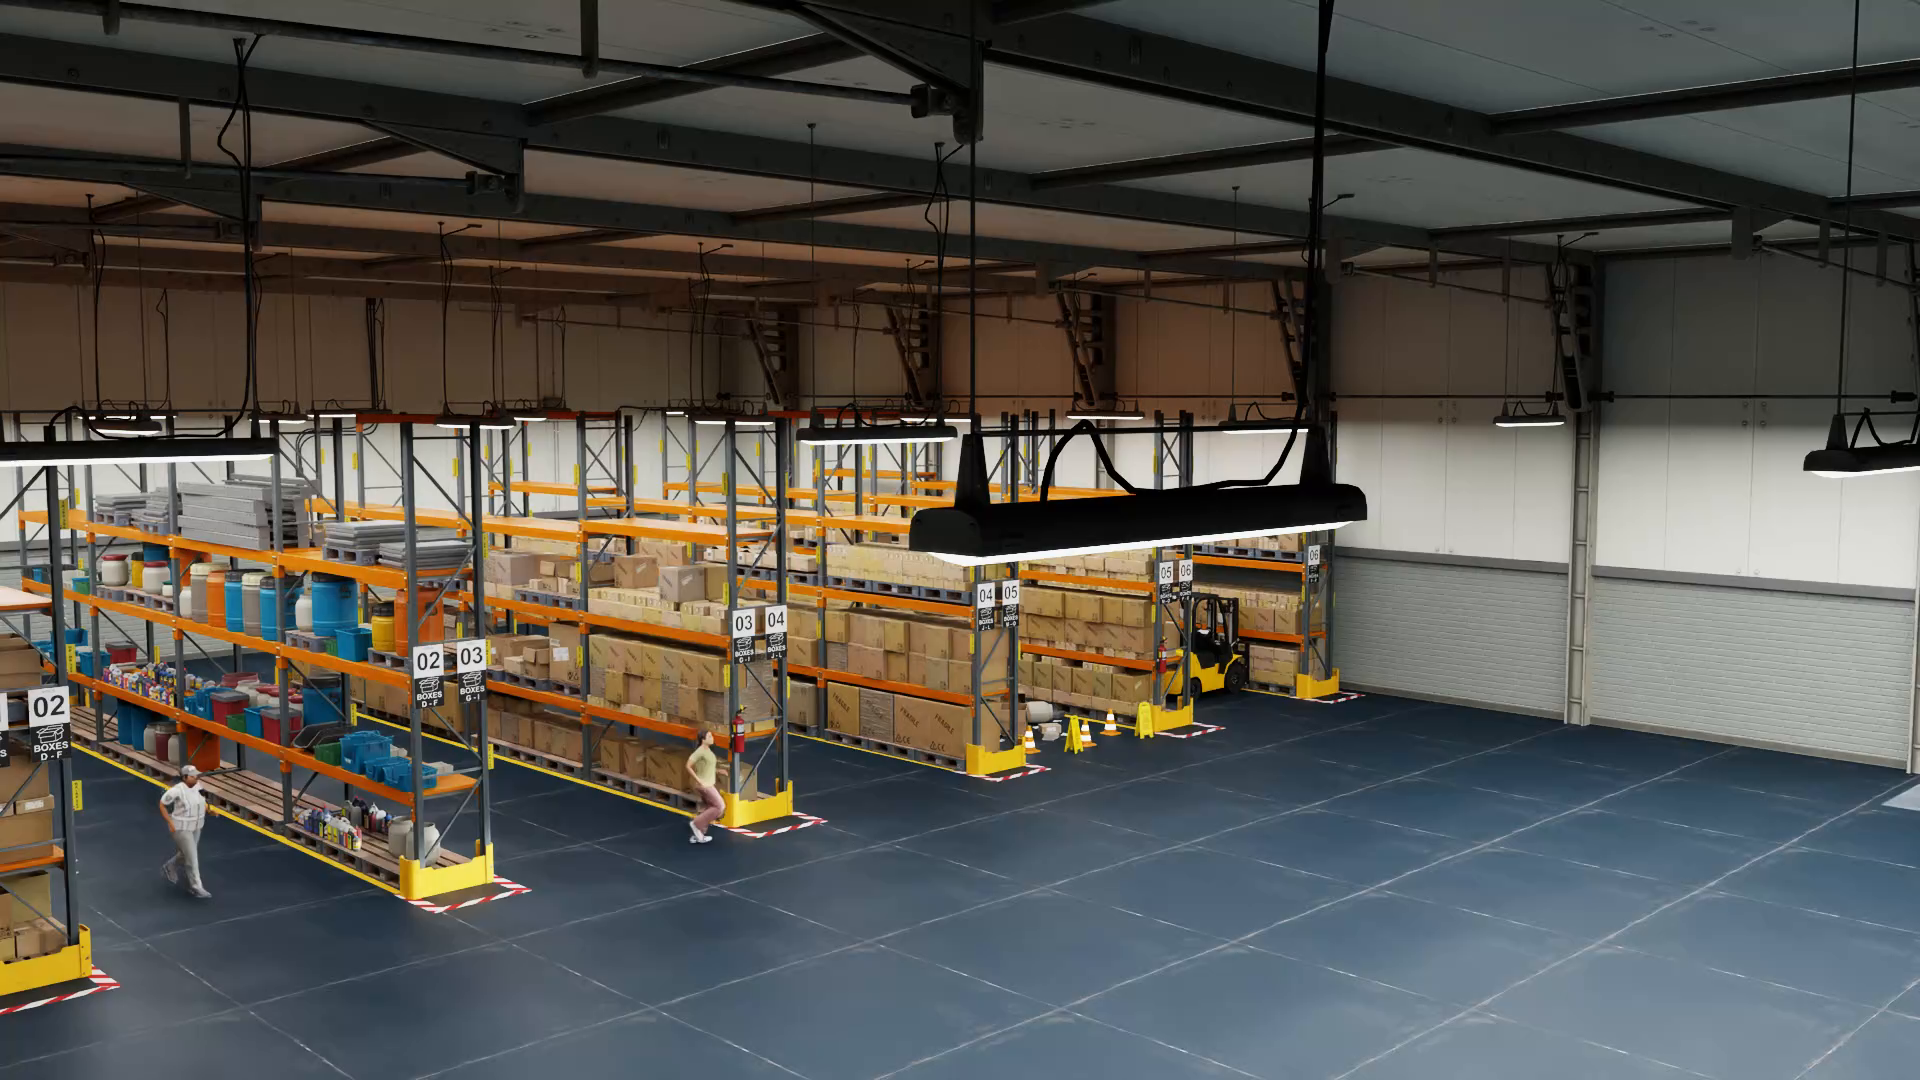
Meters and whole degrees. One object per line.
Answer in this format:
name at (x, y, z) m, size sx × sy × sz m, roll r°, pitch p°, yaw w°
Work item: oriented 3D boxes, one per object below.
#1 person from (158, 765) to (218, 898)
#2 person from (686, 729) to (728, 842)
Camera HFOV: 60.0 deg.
person at (-9.886, 3.679, 21.167) m, size 0.913 × 1.670 × 0.581 m, roll 2°, pitch 5°, yaw 21°
person at (-3.557, 3.473, 23.500) m, size 0.549 × 1.620 × 0.573 m, roll 0°, pitch 5°, yaw 4°
